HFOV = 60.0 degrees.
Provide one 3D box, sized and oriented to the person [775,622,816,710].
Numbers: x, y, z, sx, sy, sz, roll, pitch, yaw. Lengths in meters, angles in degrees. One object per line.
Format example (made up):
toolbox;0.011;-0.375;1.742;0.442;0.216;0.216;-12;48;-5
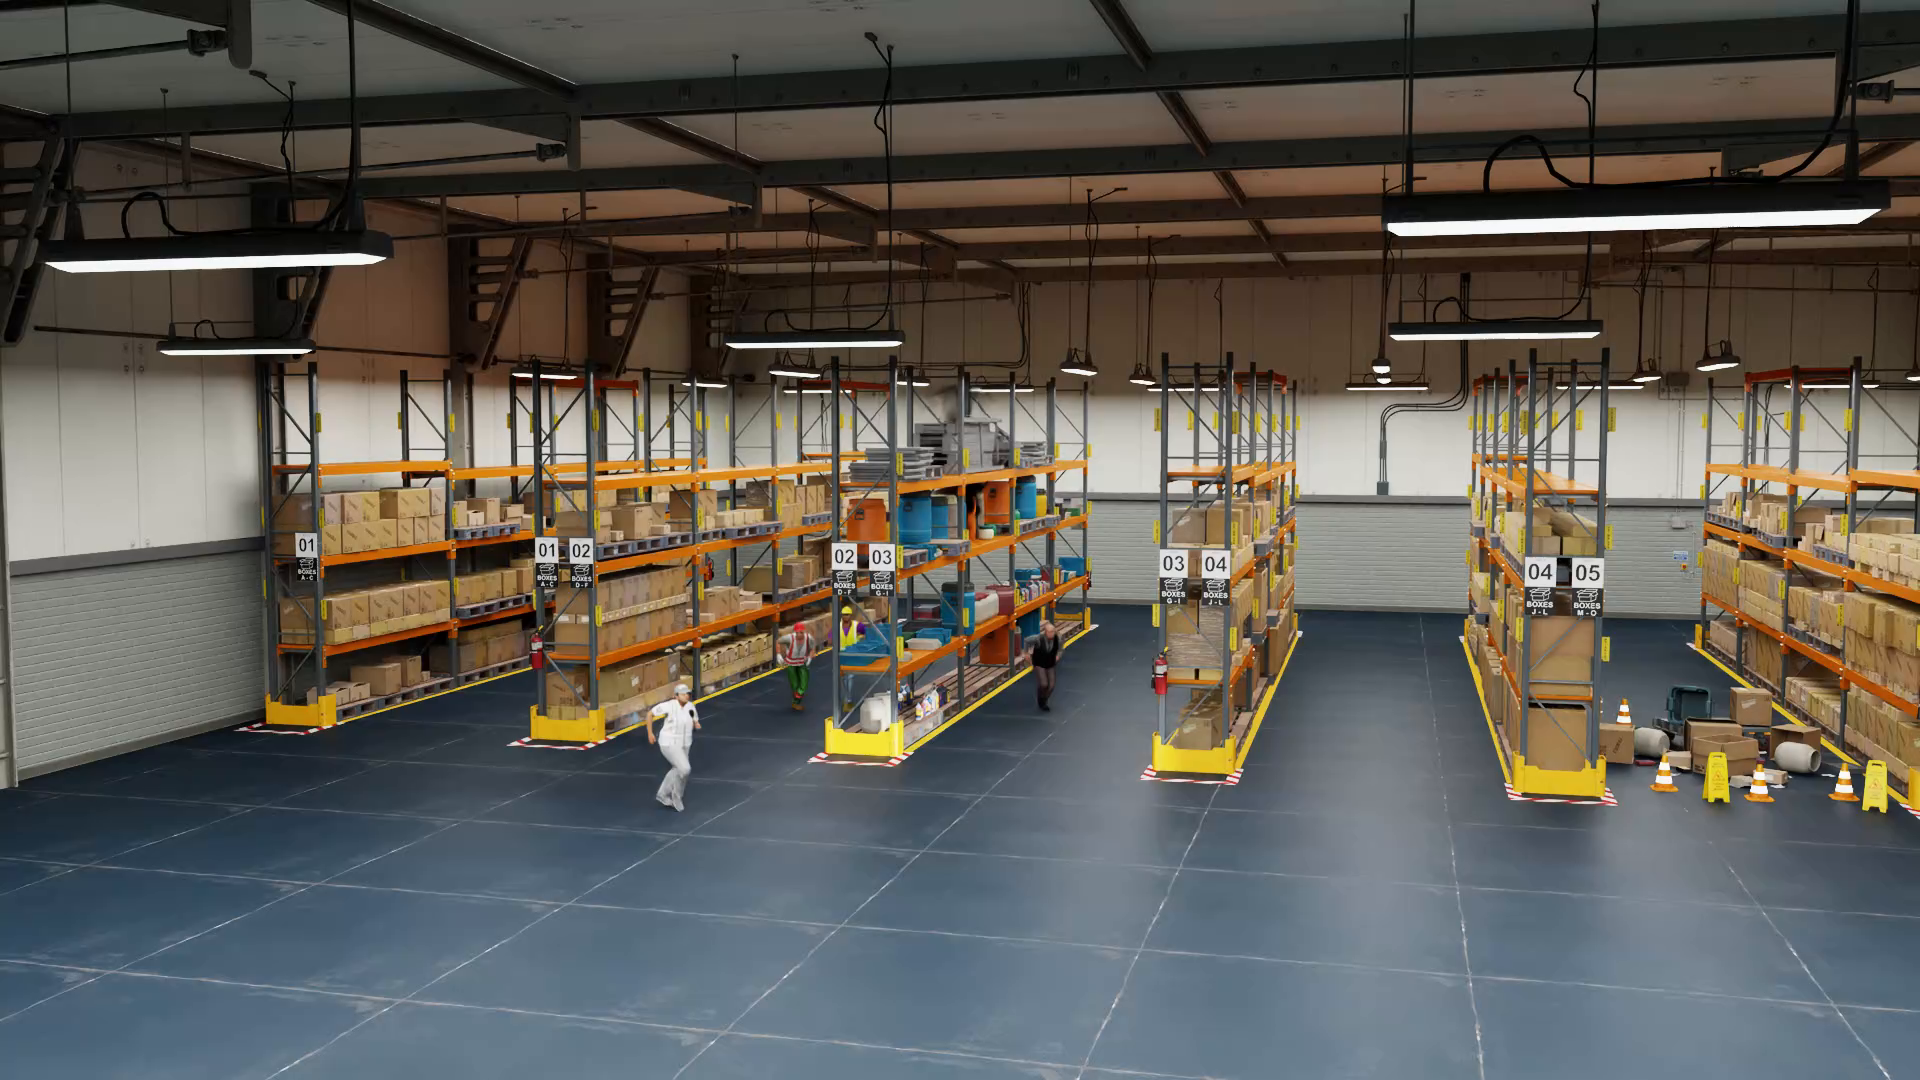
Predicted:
person;-2.856;2.189;28.886;0.686;1.584;0.891;-1;4;-14

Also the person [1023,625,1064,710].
person;1.432;2.207;28.751;0.653;1.549;0.864;-1;4;-12

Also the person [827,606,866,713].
person;-1.967;2.053;29.110;0.681;1.803;0.895;1;4;10

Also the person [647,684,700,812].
person;-3.665;2.659;21.447;0.789;1.634;0.631;3;5;40
